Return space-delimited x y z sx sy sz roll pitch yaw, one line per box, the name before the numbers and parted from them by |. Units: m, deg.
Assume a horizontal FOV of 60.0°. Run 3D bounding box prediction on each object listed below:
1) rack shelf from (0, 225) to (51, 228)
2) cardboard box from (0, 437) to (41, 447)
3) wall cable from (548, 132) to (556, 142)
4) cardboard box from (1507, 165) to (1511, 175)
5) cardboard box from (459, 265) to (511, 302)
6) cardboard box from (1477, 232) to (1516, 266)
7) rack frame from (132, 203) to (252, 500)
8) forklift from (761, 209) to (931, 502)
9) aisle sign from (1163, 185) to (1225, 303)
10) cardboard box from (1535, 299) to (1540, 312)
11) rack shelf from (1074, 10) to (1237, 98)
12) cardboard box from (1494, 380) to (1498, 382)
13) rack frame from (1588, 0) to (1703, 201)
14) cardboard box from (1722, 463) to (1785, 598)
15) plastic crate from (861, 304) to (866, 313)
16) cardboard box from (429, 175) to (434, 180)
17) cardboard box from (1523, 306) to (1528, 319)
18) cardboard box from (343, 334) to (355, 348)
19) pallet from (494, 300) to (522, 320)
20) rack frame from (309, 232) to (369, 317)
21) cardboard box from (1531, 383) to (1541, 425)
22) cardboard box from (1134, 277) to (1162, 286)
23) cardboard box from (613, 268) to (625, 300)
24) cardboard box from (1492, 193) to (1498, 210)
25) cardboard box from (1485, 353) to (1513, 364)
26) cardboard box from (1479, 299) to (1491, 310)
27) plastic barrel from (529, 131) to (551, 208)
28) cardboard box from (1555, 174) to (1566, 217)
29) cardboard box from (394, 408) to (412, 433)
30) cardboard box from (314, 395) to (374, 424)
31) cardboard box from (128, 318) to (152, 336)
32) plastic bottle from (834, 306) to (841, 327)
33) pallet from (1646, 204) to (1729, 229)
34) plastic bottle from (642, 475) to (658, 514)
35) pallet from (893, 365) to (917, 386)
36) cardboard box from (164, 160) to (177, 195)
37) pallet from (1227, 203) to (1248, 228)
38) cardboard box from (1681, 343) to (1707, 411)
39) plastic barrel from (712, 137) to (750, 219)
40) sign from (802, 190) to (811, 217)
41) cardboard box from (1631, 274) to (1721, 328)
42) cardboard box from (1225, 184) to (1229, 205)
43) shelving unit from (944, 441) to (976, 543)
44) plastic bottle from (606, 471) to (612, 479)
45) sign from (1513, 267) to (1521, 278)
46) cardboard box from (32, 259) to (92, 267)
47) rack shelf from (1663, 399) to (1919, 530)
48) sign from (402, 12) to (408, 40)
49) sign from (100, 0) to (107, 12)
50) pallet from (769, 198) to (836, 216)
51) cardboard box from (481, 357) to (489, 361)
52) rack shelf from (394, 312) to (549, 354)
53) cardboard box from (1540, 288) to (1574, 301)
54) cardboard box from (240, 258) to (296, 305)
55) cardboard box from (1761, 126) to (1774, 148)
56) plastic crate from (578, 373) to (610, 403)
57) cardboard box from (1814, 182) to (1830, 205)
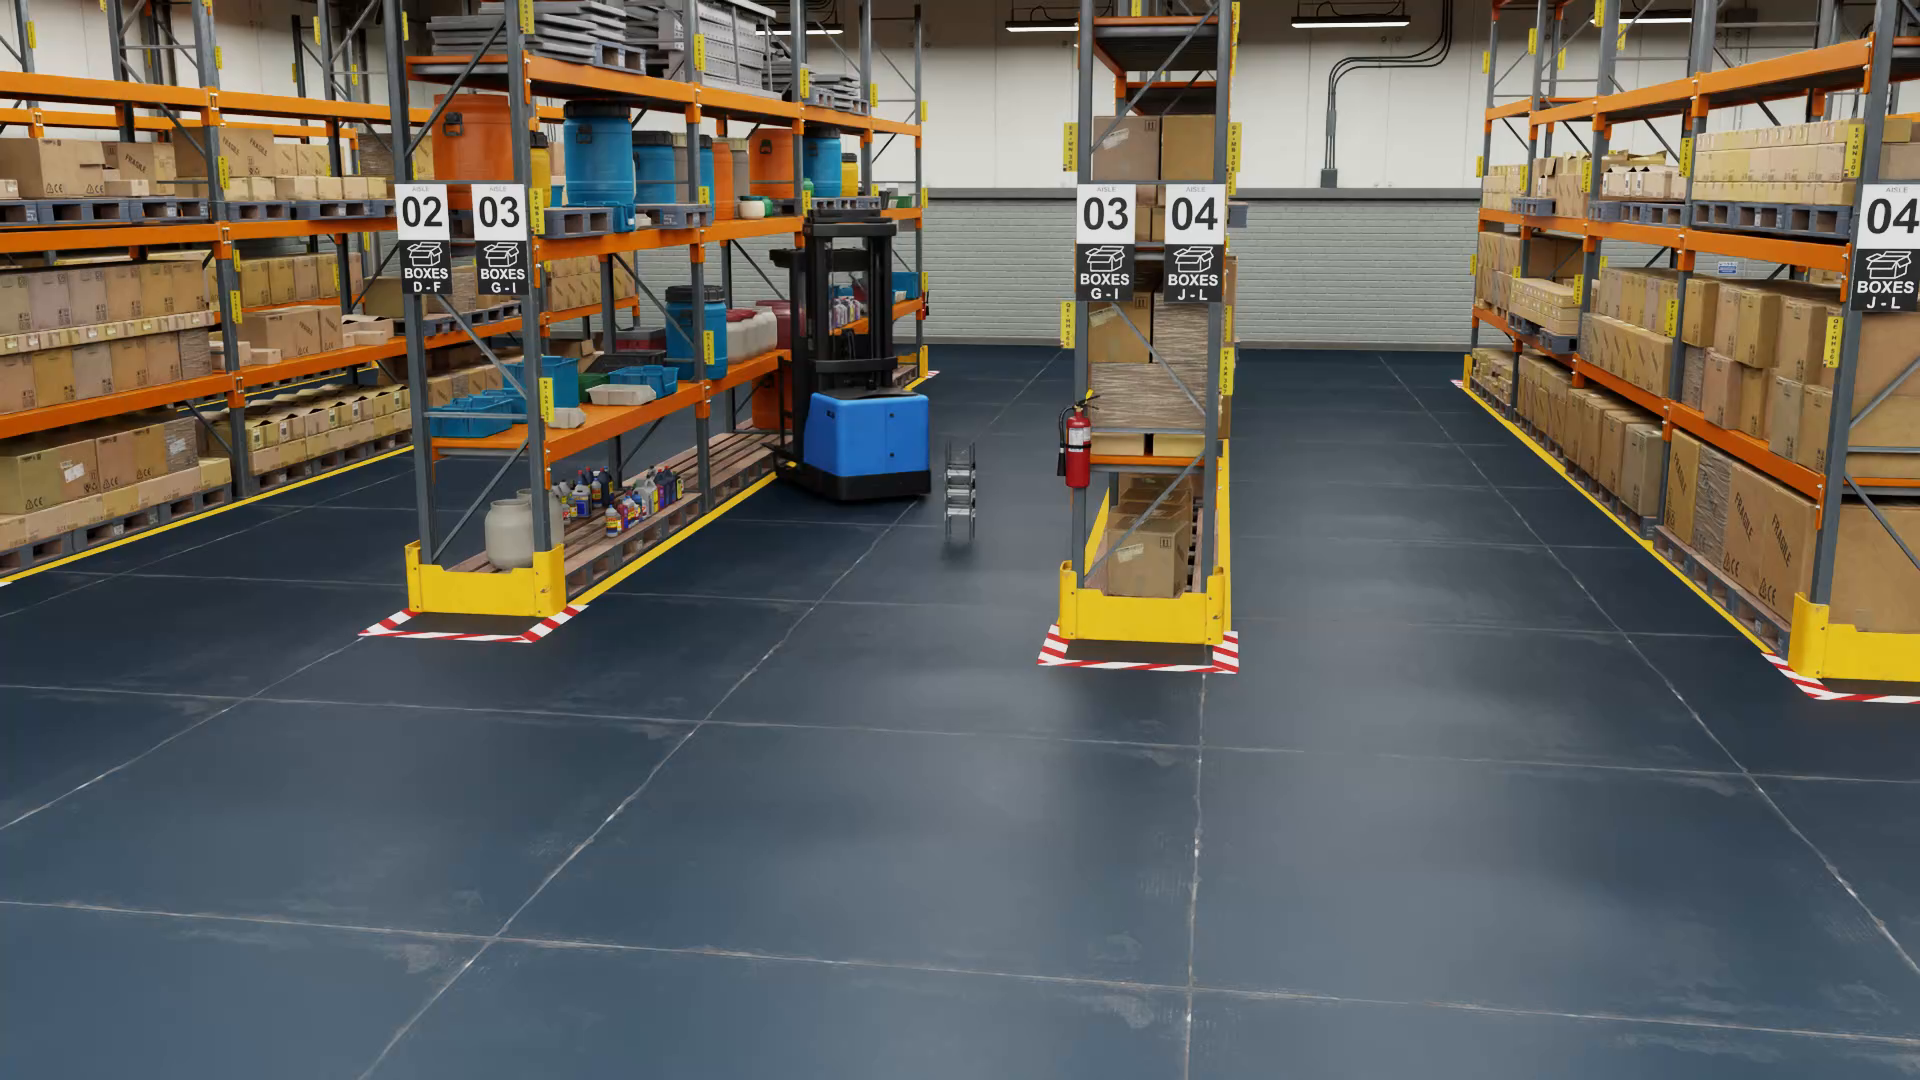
rack shelf | -12.461 -3.604 19.440 1.077 0.370 4.000 2 12 9
cardboard box | -8.560 -0.638 14.841 0.500 0.500 0.500 2 12 9
wall cable | -9.700 -7.151 34.444 3.097 2.526 0.112 2 12 9
cardboard box | 7.982 -5.251 23.600 0.380 0.149 0.250 2 12 8
cardboard box | -6.936 -3.741 24.256 0.700 0.500 0.500 -2 12 -10
cardboard box | 8.315 -4.506 25.721 0.500 0.500 0.500 2 12 8
rack frame | -7.873 -1.913 17.008 1.000 3.000 0.127 2 12 9
forklift | -1.384 -2.090 17.992 1.130 2.935 3.031 -6 13 -25
aisle sign | 1.587 -2.007 11.272 0.394 0.787 0.004 2 12 9
cardboard box | 7.238 -2.856 20.278 0.380 0.149 0.250 2 12 10
rack shelf | 1.607 -3.755 13.027 1.077 0.370 4.000 2 12 9
cardboard box | 8.020 -2.247 24.326 0.380 0.149 0.250 2 12 10
rack frame | 7.416 -5.175 17.903 1.000 3.000 0.127 2 12 9
cardboard box | 6.357 -0.070 12.502 0.875 0.875 0.875 2 12 8
plastic crate | -1.536 -3.410 24.436 0.396 0.136 0.243 2 12 9
cardboard box | -7.145 -4.459 21.464 0.910 0.500 0.500 2 12 9
cardboard box | 7.358 -2.875 21.072 0.380 0.149 0.250 1 12 6
cardboard box | -7.398 -2.356 19.657 0.380 0.149 0.250 3 12 13
pallet | -6.873 -3.322 24.000 1.003 0.211 1.213 2 12 9
rack frame | -10.923 -4.571 29.340 1.000 3.000 0.127 2 12 9
cardboard box | 7.508 -1.693 20.925 0.500 0.500 0.500 2 12 10
cardboard box | 1.376 -1.876 13.520 0.500 0.500 0.500 2 12 9
cardboard box | -5.904 -4.250 27.613 0.500 0.500 0.500 2 12 9
cardboard box | 8.173 -4.998 24.560 0.500 0.250 0.500 1 12 7
cardboard box | 8.184 -2.748 25.240 0.380 0.149 0.250 1 12 6
cardboard box | 8.180 -3.620 25.521 0.380 0.149 0.250 2 12 7
plastic barrel | -3.544 -2.924 13.136 0.600 0.588 0.600 0 12 0
cardboard box | 7.397 -4.093 19.766 0.500 0.500 0.500 2 12 9
cardboard box | -7.098 -1.490 20.572 0.500 0.250 0.500 2 12 10
cardboard box | -7.249 -1.551 19.525 0.500 0.311 0.500 2 12 8
cardboard box | -7.861 -2.004 15.651 0.380 0.149 0.250 2 12 8
plastic bottle | -1.680 -3.007 22.376 0.152 0.276 0.135 2 12 9
pallet | 6.893 -2.975 15.268 0.805 0.209 1.217 1 12 6
plastic bottle | -2.873 -0.422 15.329 0.144 0.351 0.185 2 12 8
pallet | -1.299 -2.716 27.353 1.003 0.211 1.213 2 12 9
cardboard box | -11.782 -5.289 24.270 0.700 0.500 0.500 1 12 6
pallet | 2.115 -3.091 15.799 1.213 0.211 1.003 2 12 9
cardboard box | 6.755 -1.406 14.297 0.875 0.550 0.550 2 12 9
plastic barrel | -2.705 -4.132 18.994 0.600 0.901 0.600 0 12 0
sign | -1.819 -3.983 19.742 0.100 0.325 0.005 2 12 9
cardboard box | 7.105 -2.368 16.509 0.700 0.500 0.500 2 12 8
cardboard box | 1.706 -2.447 11.776 0.380 0.149 0.250 2 12 10
shelving unit | 0.001 -0.442 15.163 0.258 0.900 0.210 2 12 9
plastic bottle | -3.379 -0.516 15.925 0.061 0.283 0.133 2 12 9
sign | 7.493 -3.514 22.382 0.100 0.325 0.005 2 12 9
cardboard box | -11.824 -3.568 21.917 0.500 0.250 0.500 2 12 10
rack shelf | 6.493 -0.642 12.815 1.077 0.370 4.000 2 12 9
sign | -6.709 -6.195 20.044 0.100 0.325 0.005 2 12 9
sign | -8.411 -5.356 16.339 0.100 0.325 0.005 2 12 9
pallet | -2.150 -4.115 20.551 1.003 0.211 1.213 2 12 9
cardboard box | -7.029 -2.367 24.004 0.500 0.500 0.500 2 12 9
rack shelf | -6.950 -2.811 22.879 1.077 0.370 4.000 2 12 9
cardboard box | 7.199 -2.945 19.983 0.380 0.149 0.250 2 12 9
cardboard box | -11.321 -4.149 26.670 0.980 0.700 0.700 2 12 7
cardboard box | 6.136 -2.963 12.229 0.380 0.149 0.250 2 12 9
plastic crate | -3.467 -1.375 15.013 0.450 0.188 0.662 2 12 9
cardboard box | 5.941 -2.307 11.079 0.380 0.149 0.250 2 12 9
